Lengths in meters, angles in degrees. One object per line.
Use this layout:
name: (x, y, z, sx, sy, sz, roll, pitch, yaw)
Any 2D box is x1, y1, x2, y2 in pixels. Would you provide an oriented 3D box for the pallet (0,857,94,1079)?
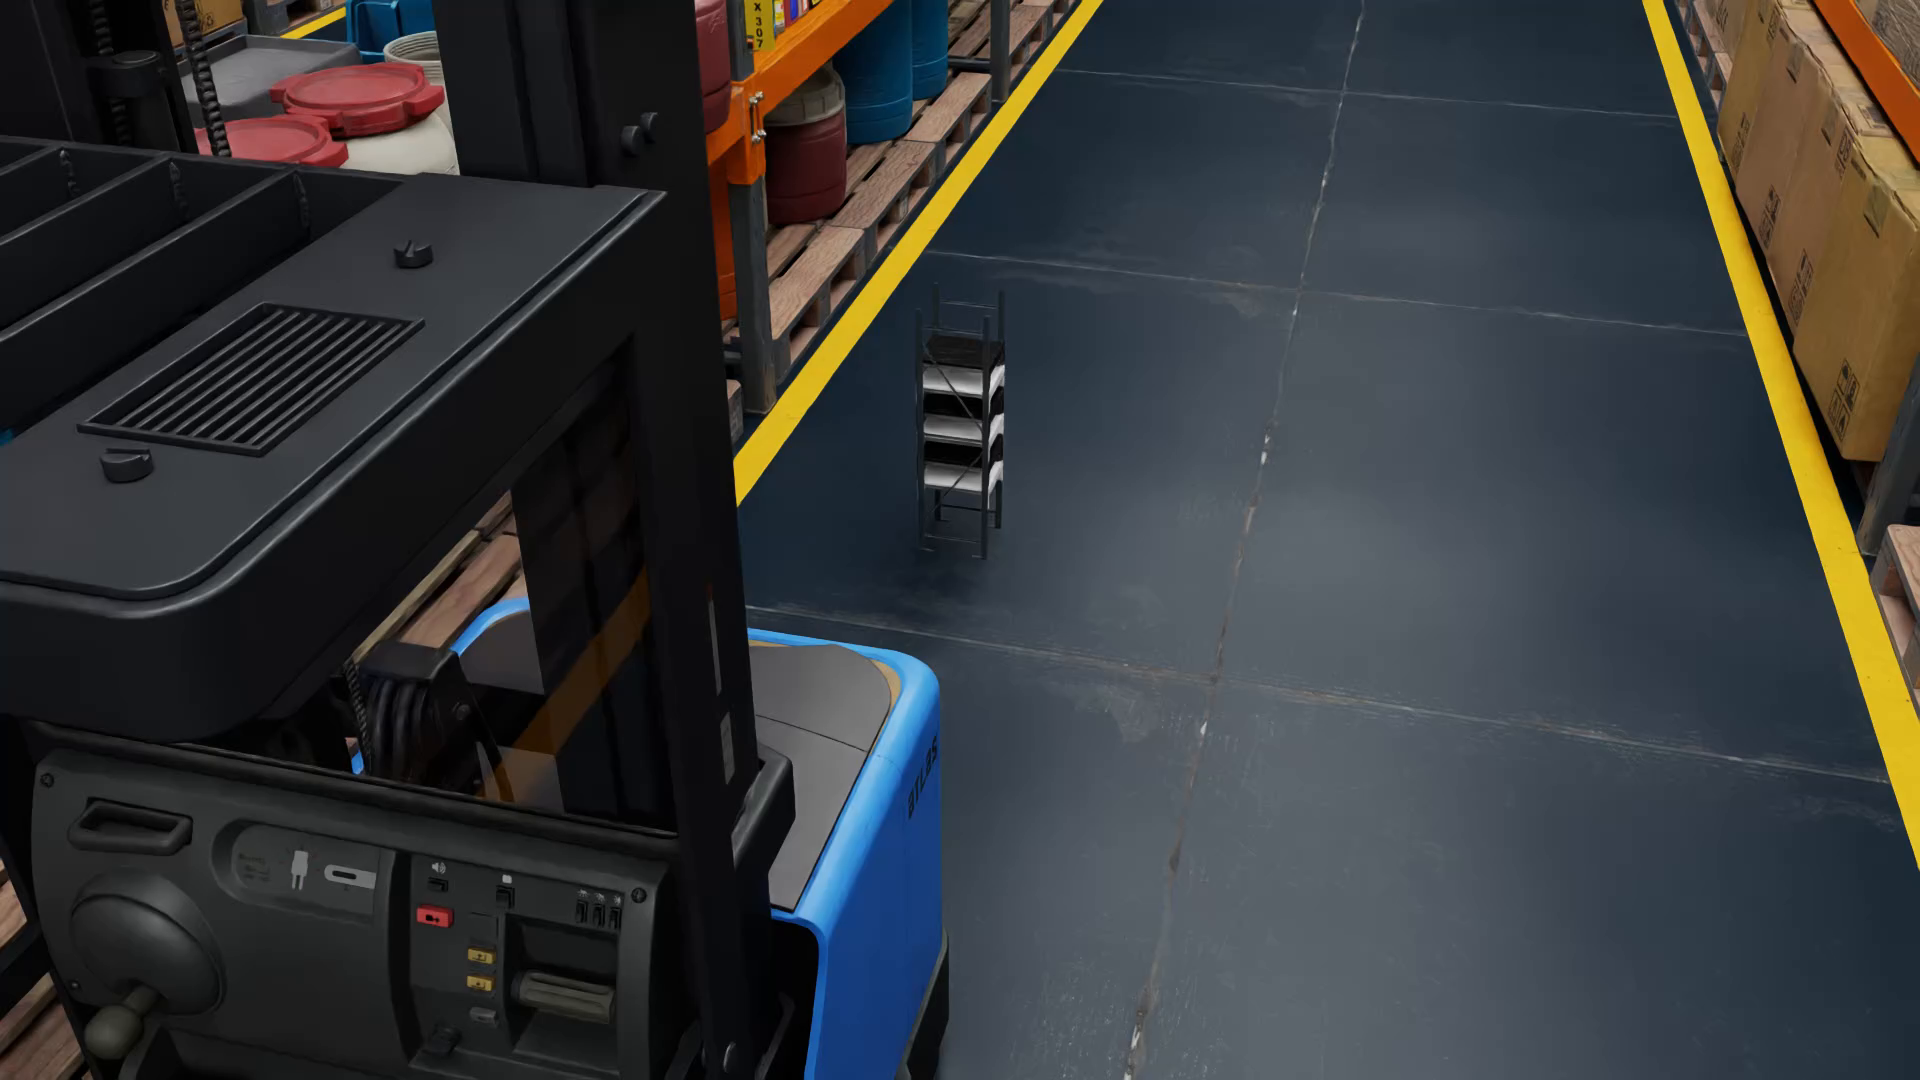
pallet: (-2.079, 0.994, 3.989, 1.003, 0.211, 1.213, 8, 33, 12)

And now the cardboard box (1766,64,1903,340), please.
cardboard box: (3.994, -1.269, 6.539, 1.225, 0.875, 0.875, 8, 33, 13)

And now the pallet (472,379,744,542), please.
pallet: (-1.460, -0.272, 5.981, 1.003, 0.211, 1.213, 8, 33, 12)

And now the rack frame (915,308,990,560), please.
rack frame: (-0.024, -0.331, 5.432, 0.240, 0.900, 0.006, 8, 33, 12)

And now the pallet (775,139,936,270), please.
pallet: (-0.754, -1.715, 8.250, 1.003, 0.211, 1.213, 8, 33, 12)

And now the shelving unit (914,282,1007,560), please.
shelving unit: (0.002, -0.384, 5.515, 0.258, 0.900, 0.210, 8, 33, 12)

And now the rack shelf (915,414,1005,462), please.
rack shelf: (0.002, -0.356, 5.533, 0.258, 0.077, 0.200, 8, 33, 12)

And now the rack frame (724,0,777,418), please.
rack frame: (-1.226, -1.846, 5.857, 1.000, 3.000, 0.127, 8, 33, 12)

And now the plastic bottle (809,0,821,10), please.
plastic bottle: (-0.608, -2.280, 6.650, 0.061, 0.283, 0.133, 8, 33, 12)

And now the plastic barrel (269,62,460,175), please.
plastic barrel: (-1.490, -0.899, 4.242, 0.433, 0.535, 0.433, 0, 32, 0)

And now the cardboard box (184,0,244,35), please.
cardboard box: (-4.849, -3.433, 10.274, 0.500, 0.500, 0.500, 8, 33, 12)

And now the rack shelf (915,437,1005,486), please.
rack shelf: (0.002, -0.280, 5.581, 0.258, 0.077, 0.200, 8, 33, 12)

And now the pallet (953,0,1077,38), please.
pallet: (0.246, -3.766, 11.478, 1.003, 0.211, 1.213, 8, 33, 12)

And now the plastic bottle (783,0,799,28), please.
plastic bottle: (-0.676, -2.141, 6.431, 0.061, 0.283, 0.133, 8, 33, 12)

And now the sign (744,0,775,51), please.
sign: (-0.692, -1.843, 5.701, 0.100, 0.325, 0.005, 8, 33, 12)

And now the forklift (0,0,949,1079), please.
forklift: (-0.891, 0.604, 2.068, 1.130, 2.935, 3.031, 8, 33, 12)

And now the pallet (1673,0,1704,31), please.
pallet: (5.468, -3.720, 11.405, 1.003, 0.211, 1.213, 8, 33, 12)

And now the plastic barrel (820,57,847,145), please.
plastic barrel: (-0.775, -2.120, 8.217, 0.421, 0.512, 0.421, 0, 32, 0)

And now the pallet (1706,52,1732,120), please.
pallet: (4.849, -2.454, 9.414, 1.003, 0.211, 1.213, 8, 33, 12)

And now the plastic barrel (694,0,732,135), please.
plastic barrel: (-1.050, -1.621, 5.377, 0.600, 0.536, 0.708, 8, 33, 12)

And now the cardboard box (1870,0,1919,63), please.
cardboard box: (3.712, -2.031, 6.056, 0.500, 0.500, 0.500, 7, 33, 11)

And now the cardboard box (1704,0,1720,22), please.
cardboard box: (5.279, -3.788, 10.502, 0.875, 0.875, 0.875, 8, 33, 12)

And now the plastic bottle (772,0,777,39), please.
plastic bottle: (-0.747, -2.028, 6.264, 0.097, 0.271, 0.097, 0, 32, 0)

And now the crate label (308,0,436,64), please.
crate label: (-1.739, -1.382, 5.095, 0.502, 0.435, 0.616, 8, 33, 12)

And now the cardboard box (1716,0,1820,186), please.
cardboard box: (4.437, -2.193, 7.992, 1.225, 0.875, 0.875, 8, 33, 13)

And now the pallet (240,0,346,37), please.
pallet: (-4.826, -3.777, 11.495, 1.003, 0.211, 1.213, 8, 33, 12)

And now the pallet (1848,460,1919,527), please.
pallet: (3.838, -0.393, 6.172, 1.003, 0.211, 1.213, 8, 33, 12)

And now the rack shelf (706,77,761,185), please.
rack shelf: (-1.733, -0.504, 4.418, 1.077, 0.370, 4.000, 8, 33, 12)

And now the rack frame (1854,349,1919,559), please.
rack frame: (3.565, -1.171, 4.796, 1.000, 3.000, 0.127, 8, 33, 12)

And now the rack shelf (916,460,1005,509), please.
rack shelf: (0.002, -0.204, 5.630, 0.258, 0.077, 0.200, 8, 33, 12)

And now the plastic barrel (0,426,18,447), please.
plastic barrel: (-1.850, -0.141, 2.708, 0.600, 0.901, 0.708, 8, 33, 12)

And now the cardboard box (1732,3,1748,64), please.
cardboard box: (4.825, -2.859, 9.040, 0.875, 0.875, 0.875, 8, 33, 12)

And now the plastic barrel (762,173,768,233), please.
plastic barrel: (-1.061, -1.534, 7.295, 0.421, 0.512, 0.421, 0, 32, 0)

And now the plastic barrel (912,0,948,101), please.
plastic barrel: (-0.365, -2.933, 9.132, 0.600, 0.901, 0.708, 8, 33, 12)
